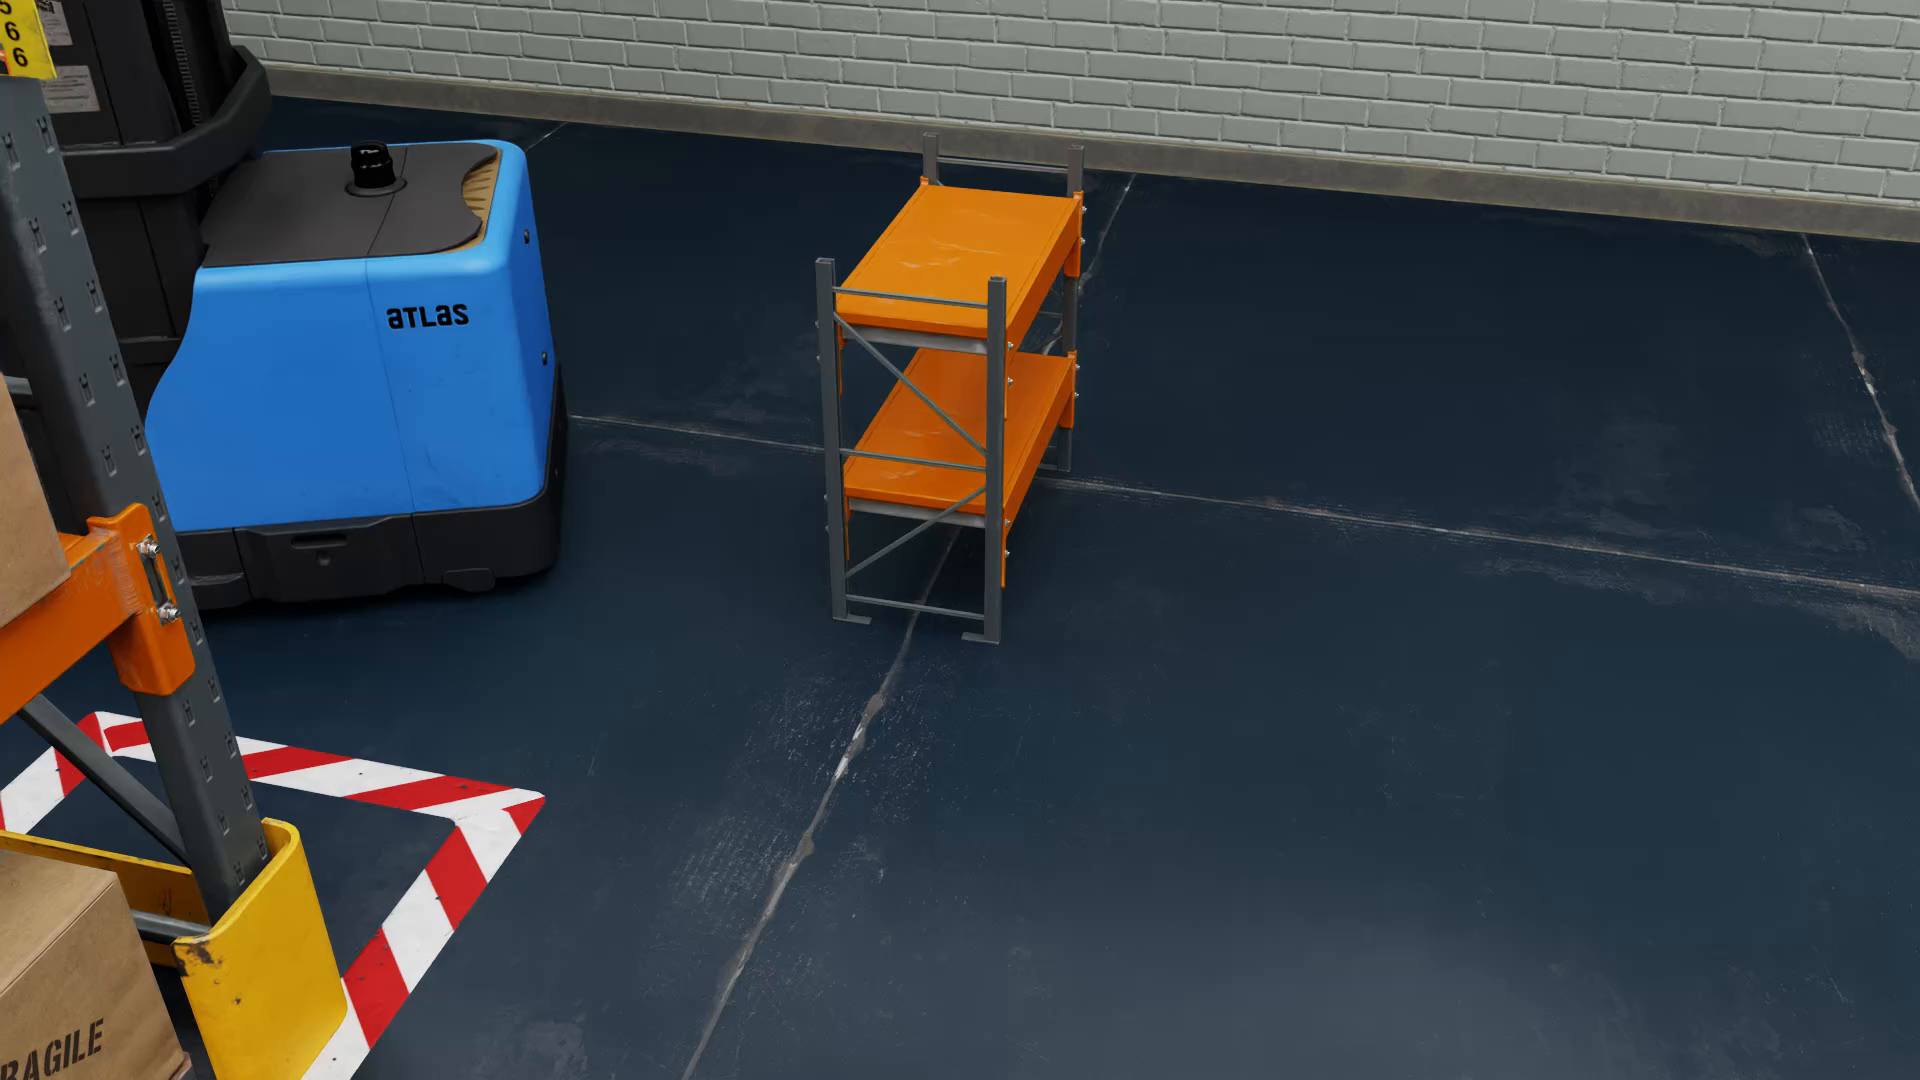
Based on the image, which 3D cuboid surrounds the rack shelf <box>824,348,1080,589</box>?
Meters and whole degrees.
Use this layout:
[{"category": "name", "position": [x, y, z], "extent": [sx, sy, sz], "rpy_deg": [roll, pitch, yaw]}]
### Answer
[{"category": "rack shelf", "position": [0.002, -0.272, 5.085], "extent": [0.538, 0.278, 1.000], "rpy_deg": [8, 33, 12]}]

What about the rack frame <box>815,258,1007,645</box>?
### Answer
[{"category": "rack frame", "position": [-0.127, -0.214, 4.539], "extent": [0.500, 1.125, 0.032], "rpy_deg": [8, 33, 12]}]

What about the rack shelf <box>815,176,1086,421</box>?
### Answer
[{"category": "rack shelf", "position": [0.002, -0.725, 4.797], "extent": [0.538, 0.278, 1.000], "rpy_deg": [8, 33, 12]}]

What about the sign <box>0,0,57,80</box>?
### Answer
[{"category": "sign", "position": [-1.381, -0.823, 2.375], "extent": [0.100, 0.325, 0.005], "rpy_deg": [8, 33, 12]}]

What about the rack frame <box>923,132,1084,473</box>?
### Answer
[{"category": "rack frame", "position": [0.131, -0.742, 5.369], "extent": [0.500, 1.125, 0.032], "rpy_deg": [8, 33, 12]}]

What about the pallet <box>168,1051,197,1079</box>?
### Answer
[{"category": "pallet", "position": [-2.133, 1.343, 2.941], "extent": [1.003, 0.211, 1.213], "rpy_deg": [8, 33, 12]}]

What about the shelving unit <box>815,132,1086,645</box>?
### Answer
[{"category": "shelving unit", "position": [0.002, -0.478, 4.954], "extent": [0.538, 1.125, 1.048], "rpy_deg": [8, 33, 12]}]

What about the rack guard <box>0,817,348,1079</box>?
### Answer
[{"category": "rack guard", "position": [-1.932, 0.807, 3.514], "extent": [1.175, 0.500, 0.348], "rpy_deg": [8, 33, 12]}]

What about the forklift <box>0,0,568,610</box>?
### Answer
[{"category": "forklift", "position": [-2.783, -1.226, 4.446], "extent": [3.031, 2.935, 1.130], "rpy_deg": [-5, 33, -8]}]

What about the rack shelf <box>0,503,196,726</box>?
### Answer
[{"category": "rack shelf", "position": [-2.420, 1.054, 1.466], "extent": [1.077, 0.370, 4.000], "rpy_deg": [8, 33, 12]}]

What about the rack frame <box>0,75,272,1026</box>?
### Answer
[{"category": "rack frame", "position": [-1.912, -0.287, 2.906], "extent": [1.000, 3.000, 0.127], "rpy_deg": [8, 33, 12]}]

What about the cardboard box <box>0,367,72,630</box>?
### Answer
[{"category": "cardboard box", "position": [-1.763, -0.060, 2.455], "extent": [0.500, 0.500, 0.500], "rpy_deg": [9, 34, 14]}]

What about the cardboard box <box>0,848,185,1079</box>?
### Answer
[{"category": "cardboard box", "position": [-1.812, 0.898, 2.962], "extent": [0.500, 0.500, 0.500], "rpy_deg": [8, 33, 12]}]
